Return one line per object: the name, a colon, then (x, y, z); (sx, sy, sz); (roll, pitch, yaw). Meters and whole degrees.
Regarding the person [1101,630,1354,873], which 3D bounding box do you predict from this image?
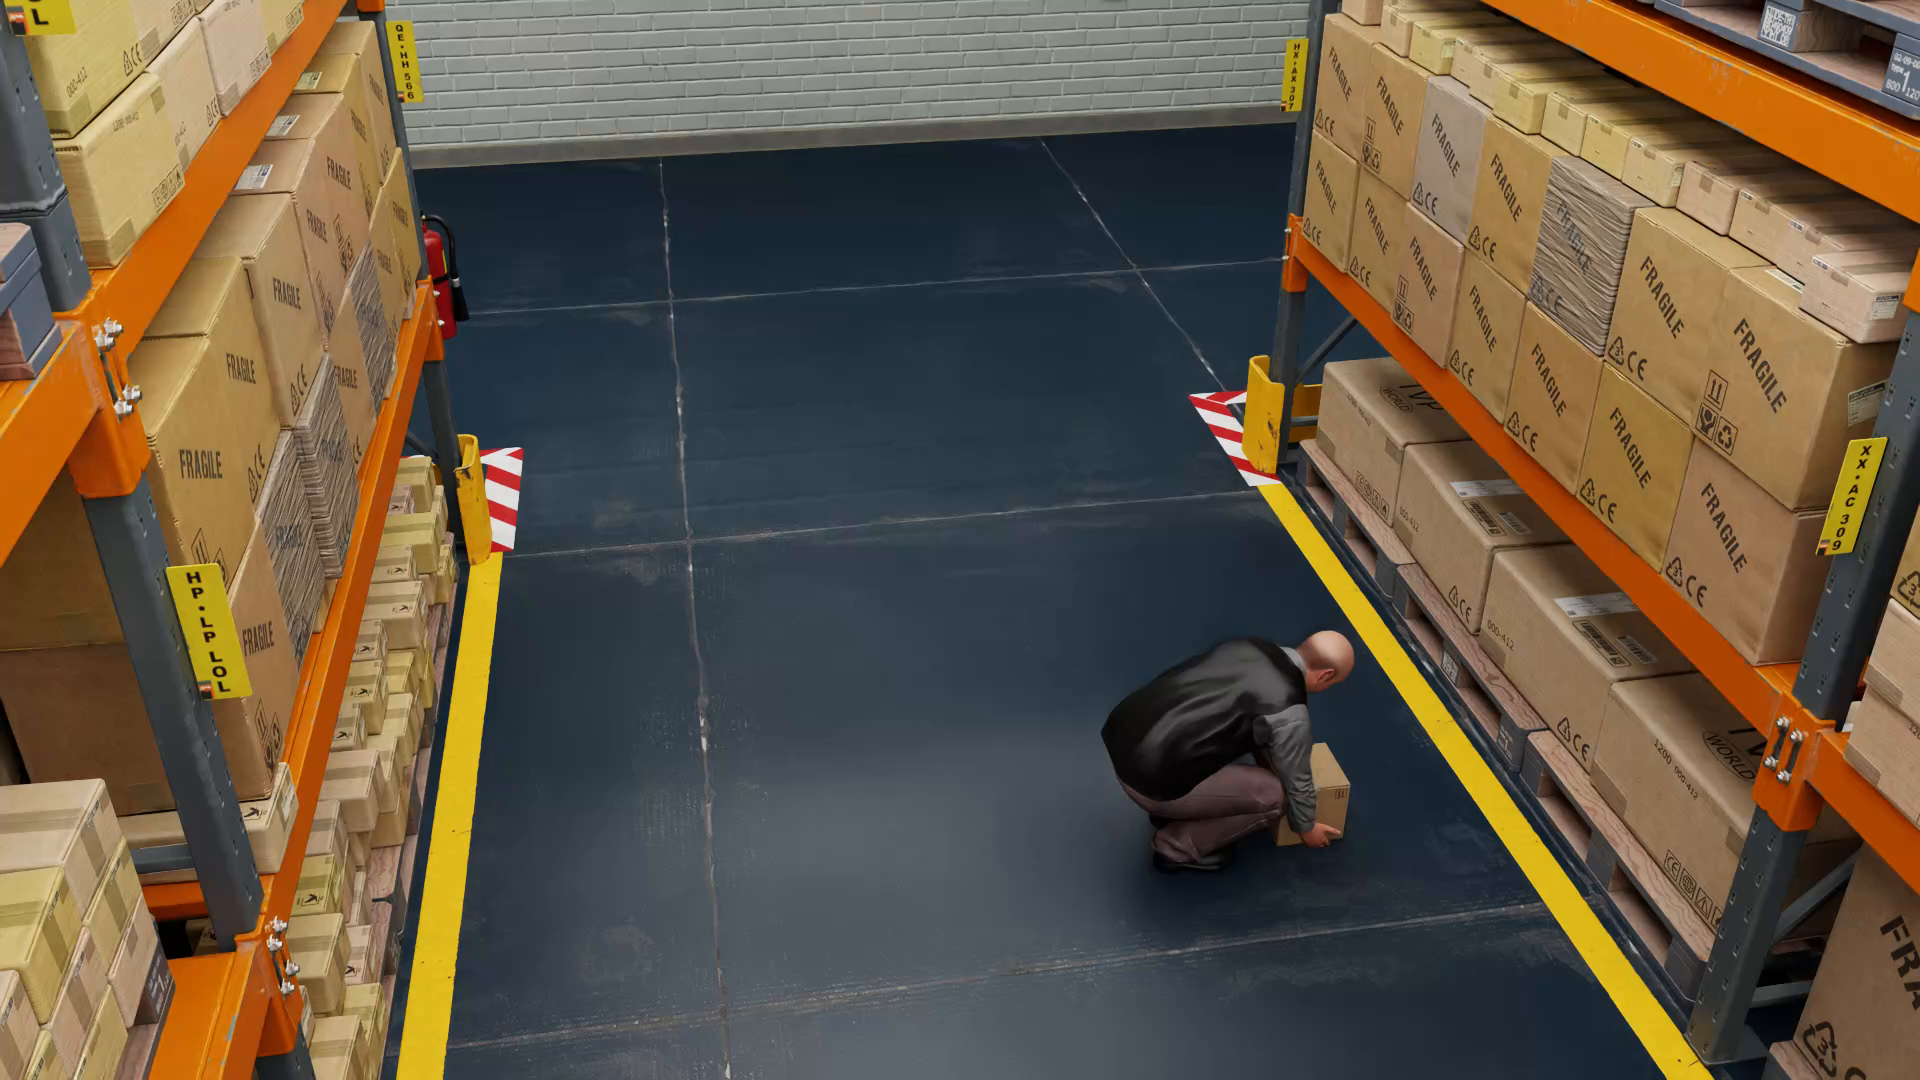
person: (0.949, 0.750, 5.869); (0.893, 0.835, 0.526); (-5, 31, -9)
